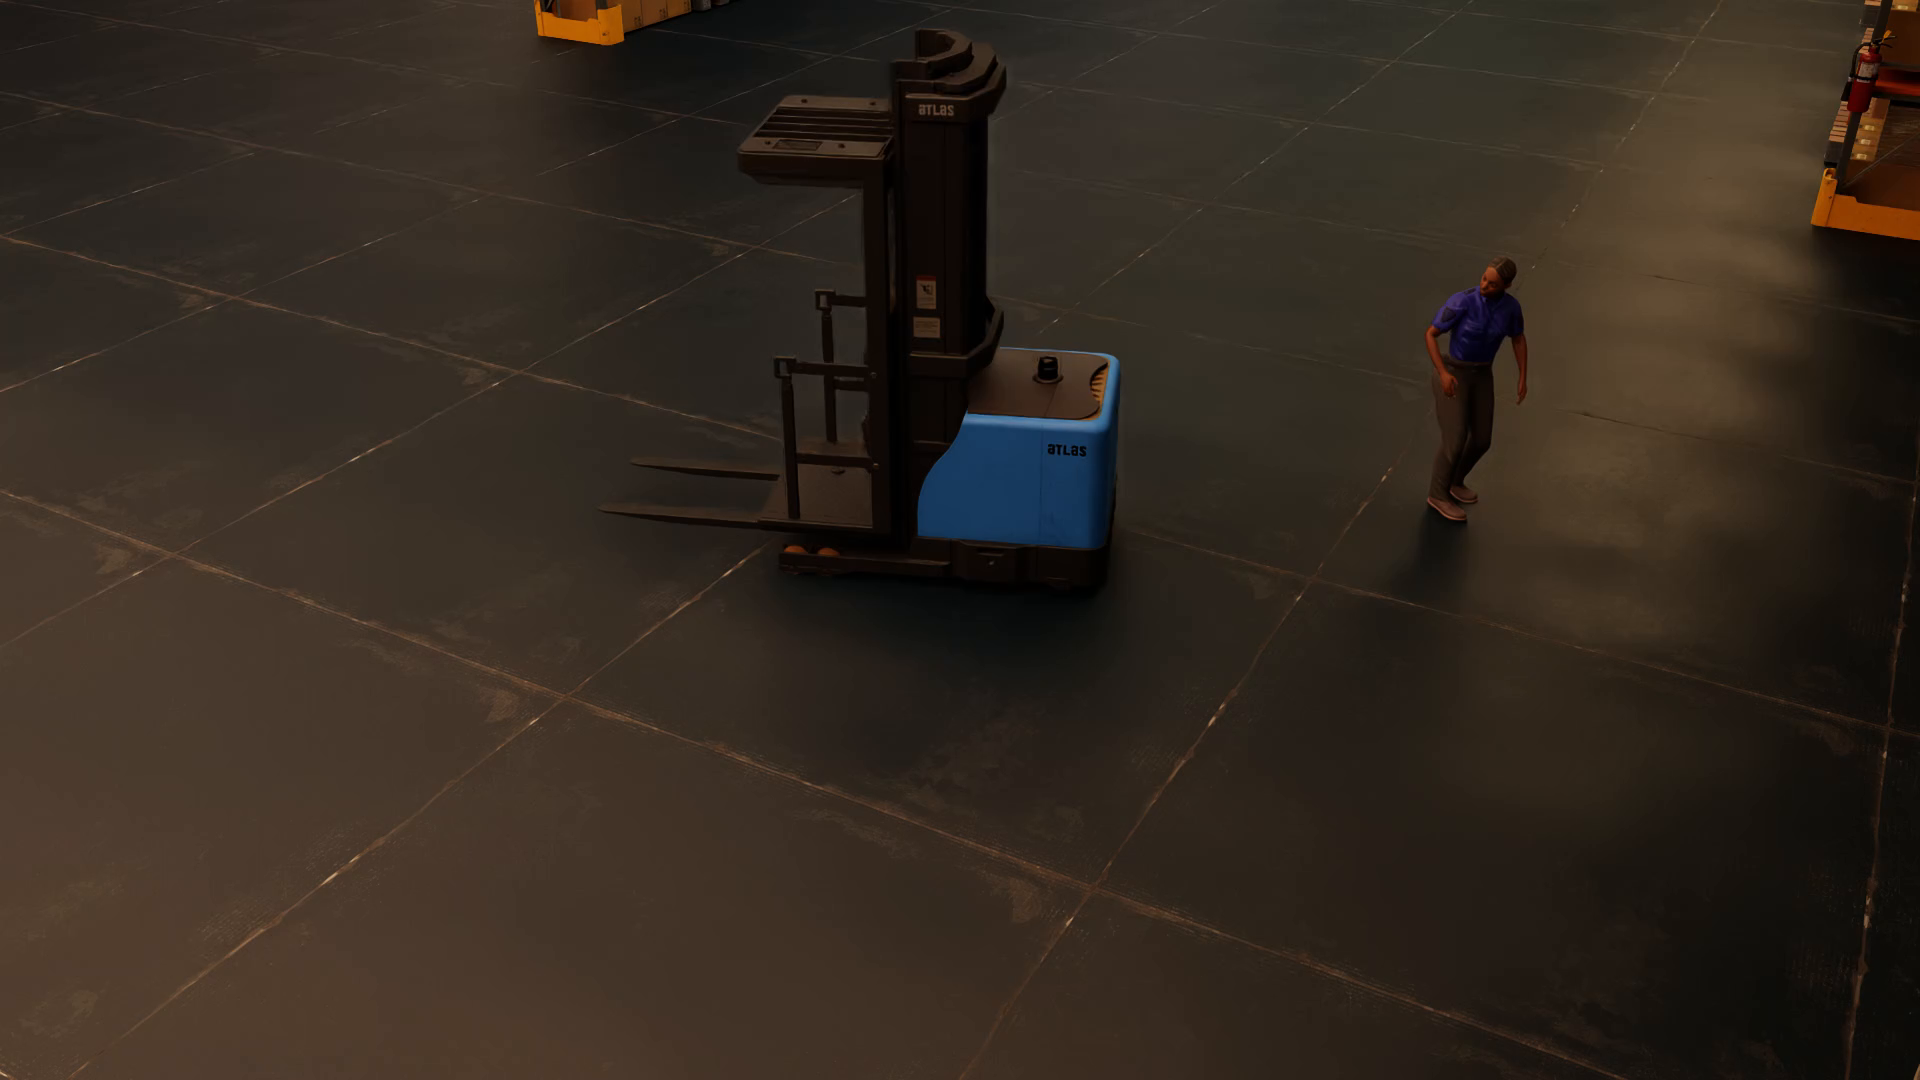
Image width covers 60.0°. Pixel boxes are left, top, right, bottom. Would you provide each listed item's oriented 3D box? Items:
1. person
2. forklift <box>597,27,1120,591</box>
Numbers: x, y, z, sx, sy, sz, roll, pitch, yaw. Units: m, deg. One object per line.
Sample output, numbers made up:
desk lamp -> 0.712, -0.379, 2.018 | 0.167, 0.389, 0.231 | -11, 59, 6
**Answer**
person -> 3.121, -0.933, 10.010 | 0.651, 1.625, 0.462 | -11, 32, -18
forklift -> -0.611, -1.309, 9.339 | 3.031, 2.935, 1.130 | 4, 30, 8
